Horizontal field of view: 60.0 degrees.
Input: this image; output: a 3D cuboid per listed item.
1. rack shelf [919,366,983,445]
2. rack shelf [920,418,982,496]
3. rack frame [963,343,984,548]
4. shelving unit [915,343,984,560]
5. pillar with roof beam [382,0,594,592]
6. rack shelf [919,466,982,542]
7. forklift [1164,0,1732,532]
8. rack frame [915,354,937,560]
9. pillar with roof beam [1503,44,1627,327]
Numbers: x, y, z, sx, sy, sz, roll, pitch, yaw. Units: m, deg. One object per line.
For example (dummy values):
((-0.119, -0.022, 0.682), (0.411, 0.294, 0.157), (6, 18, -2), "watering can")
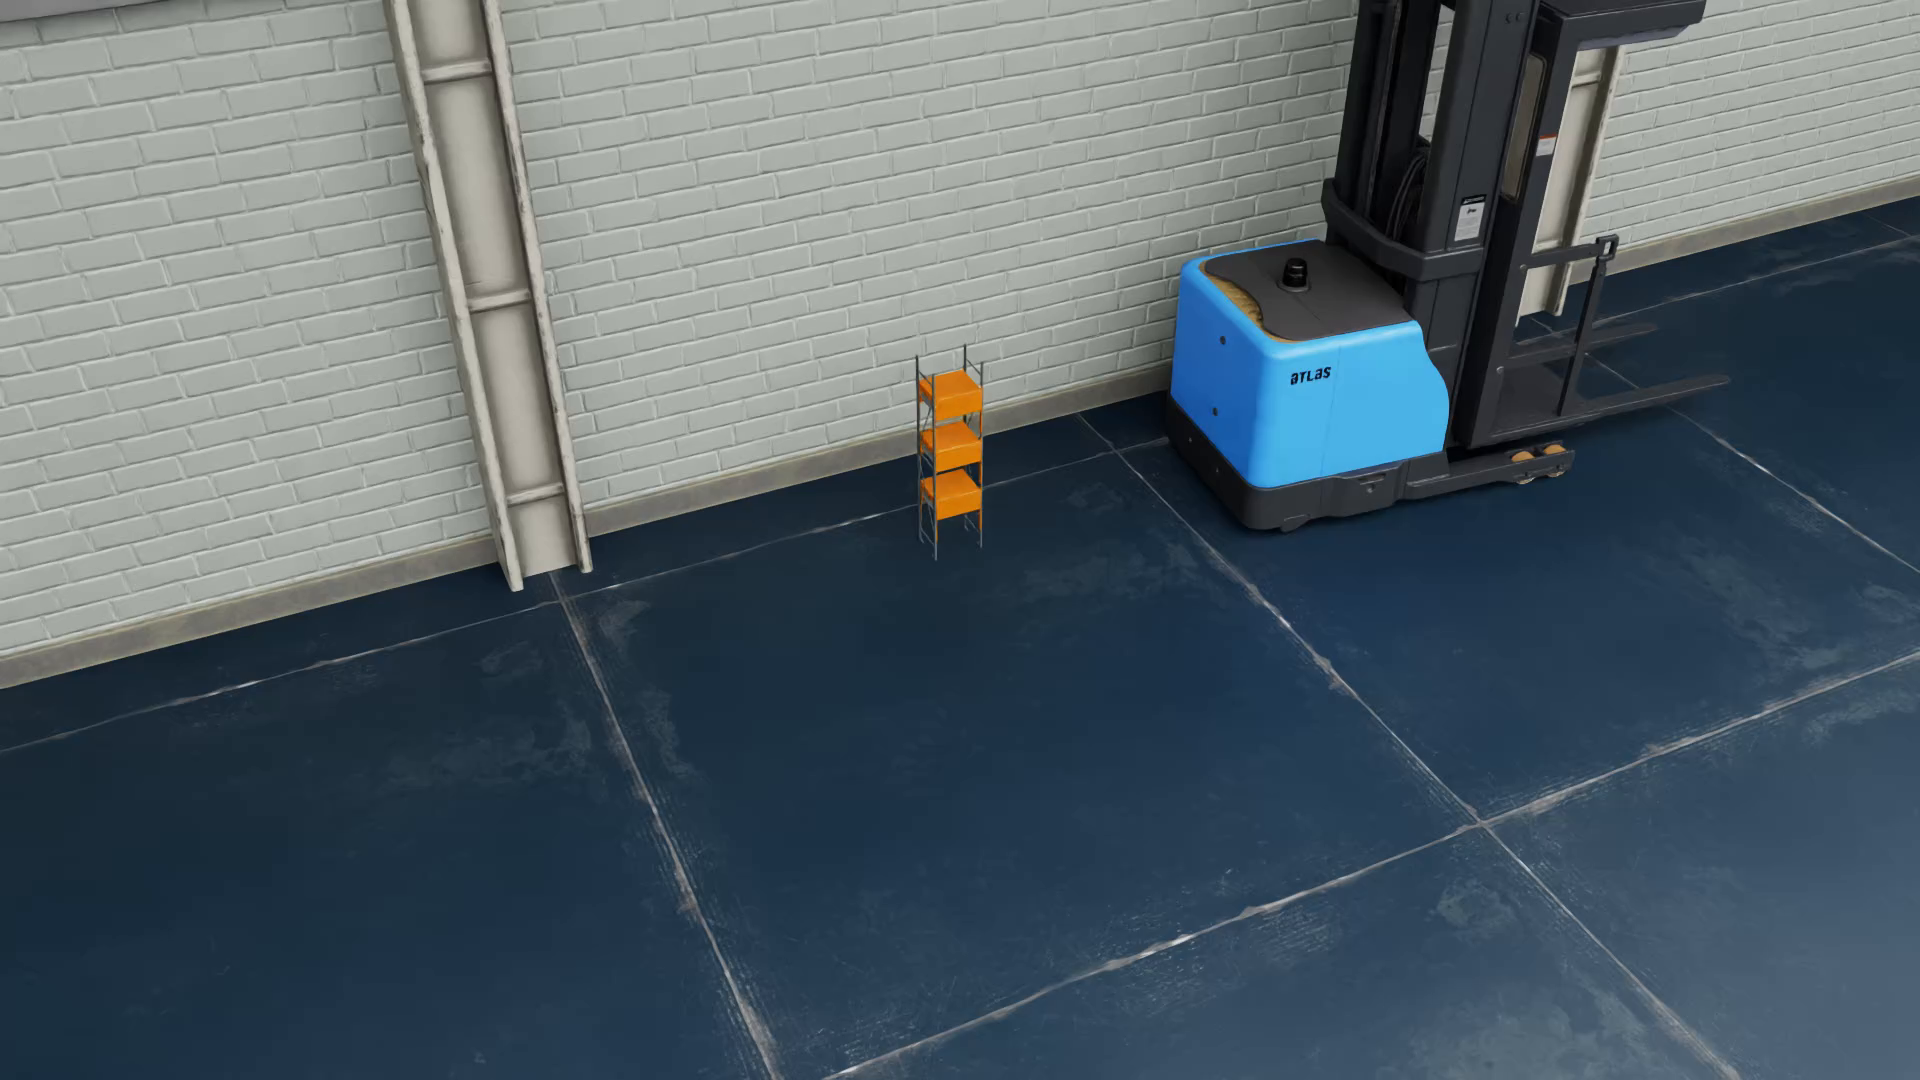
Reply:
((-0.048, -0.628, 7.756), (0.240, 0.259, 0.215), (-16, 39, -20), "rack shelf")
((-0.048, -0.400, 7.925), (0.240, 0.259, 0.215), (-16, 39, -20), "rack shelf")
((0.062, -0.439, 7.961), (0.008, 1.050, 0.200), (-16, 39, -20), "rack frame")
((-0.048, -0.408, 7.919), (0.252, 1.050, 0.215), (-16, 39, -20), "shelving unit")
((-0.189, -1.177, 2.283), (0.400, 9.000, 9.100), (-16, 39, -20), "pillar with roof beam")
((-0.048, -0.176, 8.091), (0.240, 0.259, 0.215), (-16, 39, -20), "rack shelf")
((2.668, -1.752, 8.151), (3.031, 2.935, 1.130), (-12, 38, -16), "forklift")
((-0.159, -0.377, 7.877), (0.008, 1.050, 0.200), (-16, 39, -20), "rack frame")
((5.242, -2.696, 4.331), (0.400, 9.000, 9.100), (-16, 39, -20), "pillar with roof beam")
